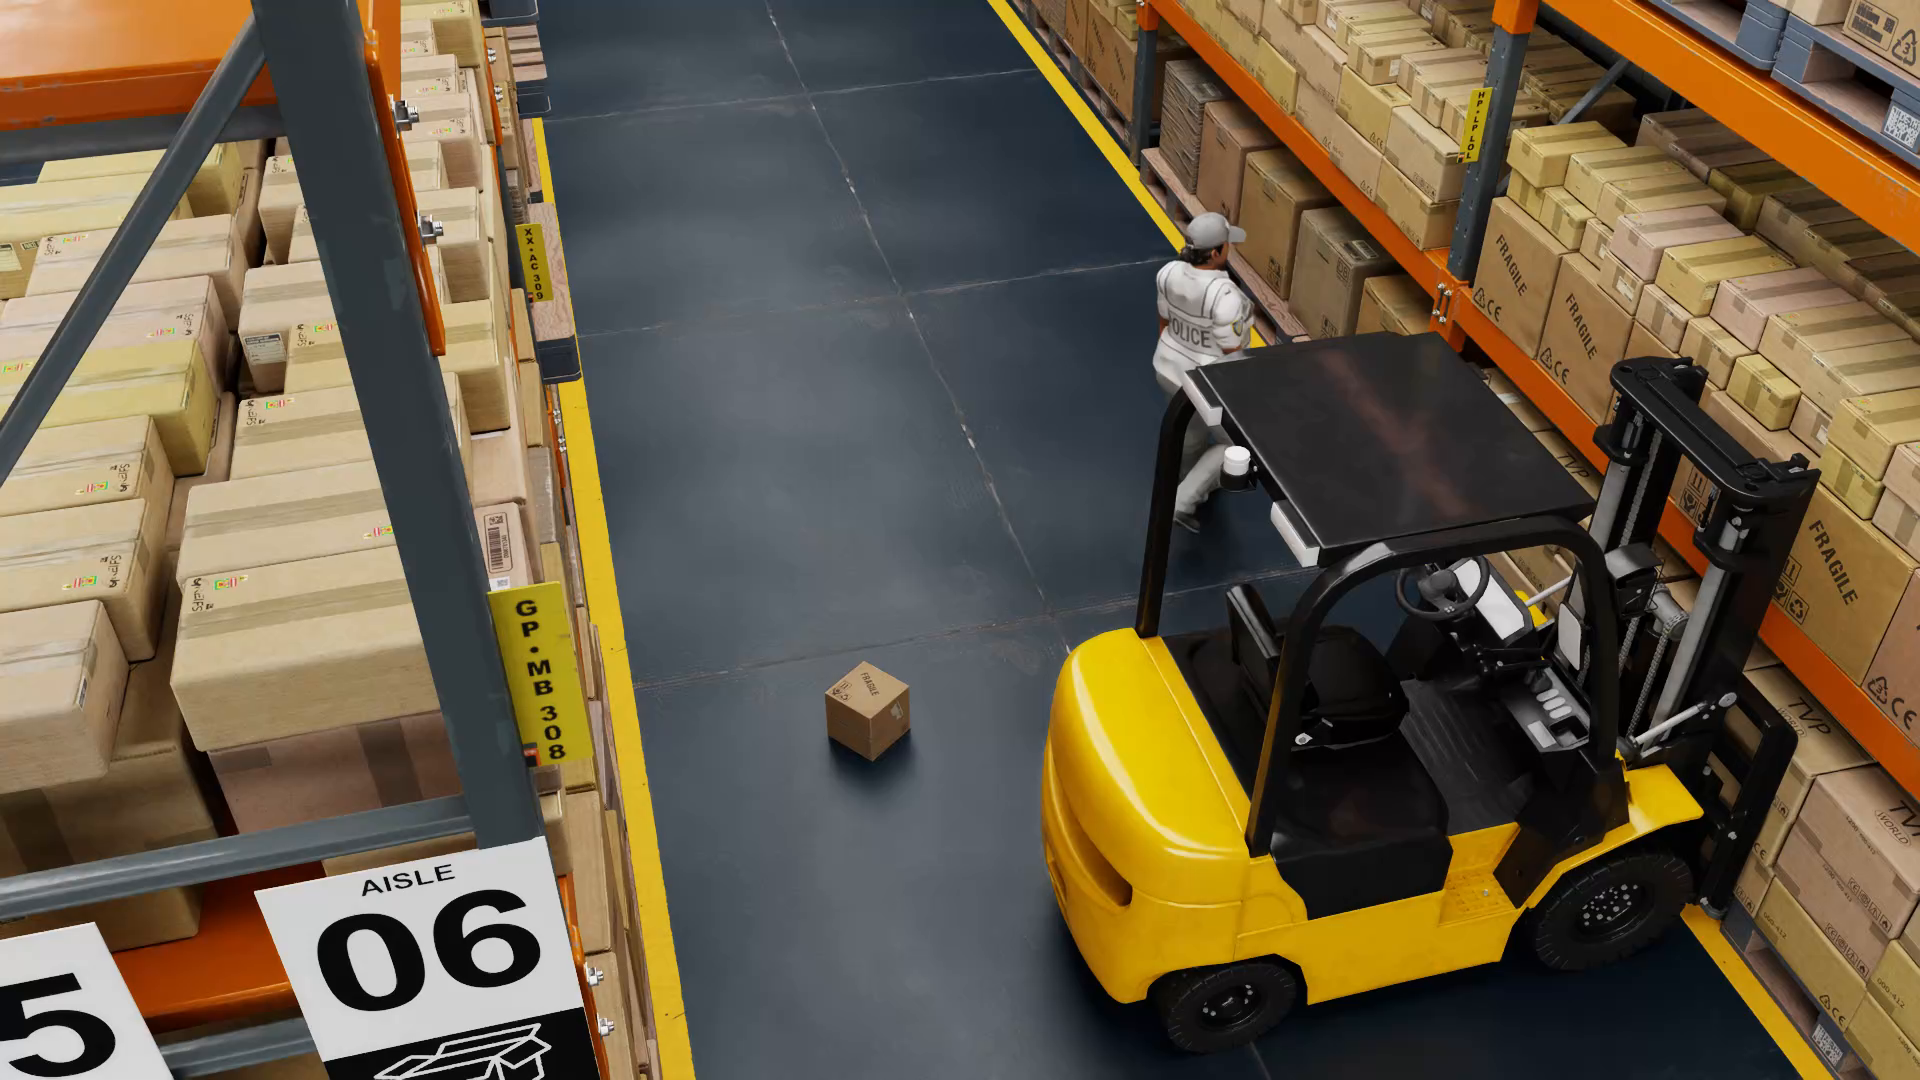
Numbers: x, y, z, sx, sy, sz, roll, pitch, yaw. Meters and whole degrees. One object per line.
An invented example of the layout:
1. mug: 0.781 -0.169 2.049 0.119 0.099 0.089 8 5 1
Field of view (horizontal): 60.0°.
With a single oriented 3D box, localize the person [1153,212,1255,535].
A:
1. person: 1.131 -0.767 7.668 0.686 1.650 0.495 -29 47 -31
